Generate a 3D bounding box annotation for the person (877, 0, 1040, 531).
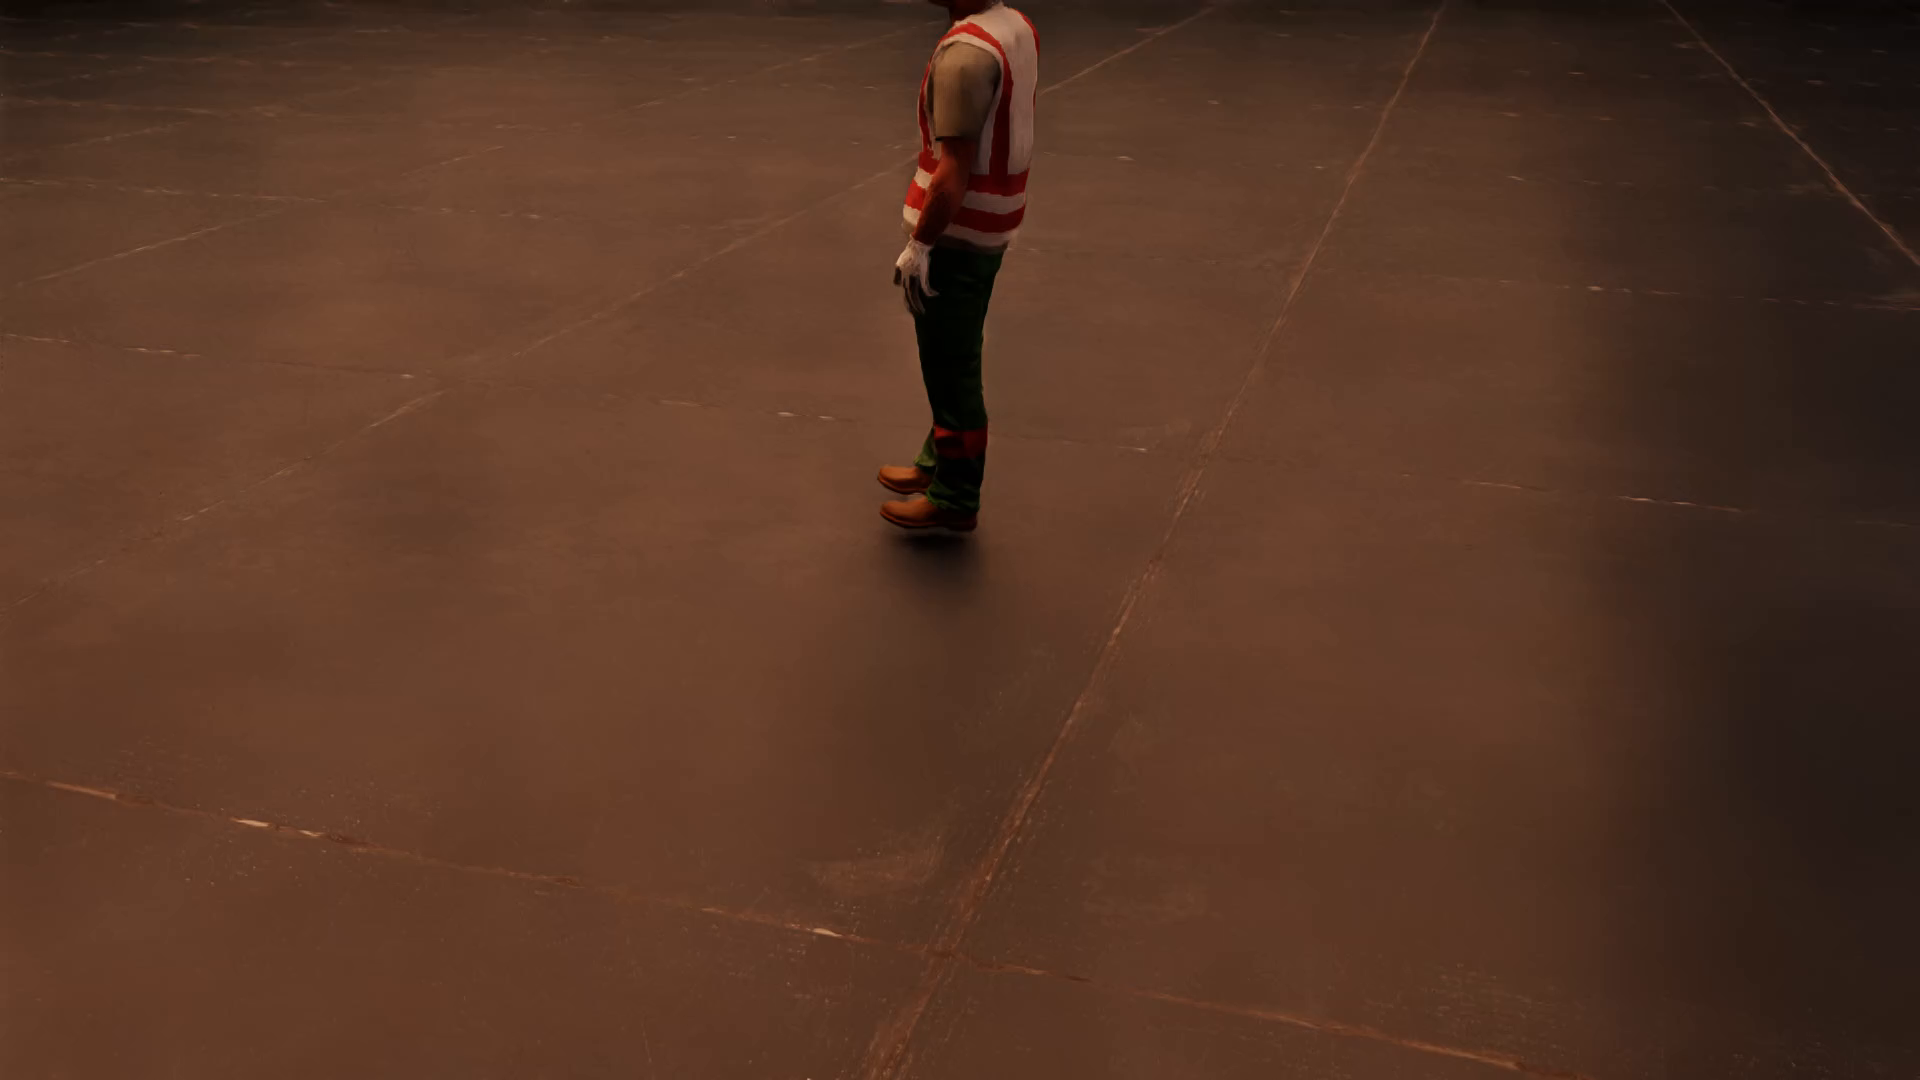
[{"bbox_3d":[-0.073,-0.883,4.793,0.563,1.787,0.637,7,23,16],"label":"person"}]
